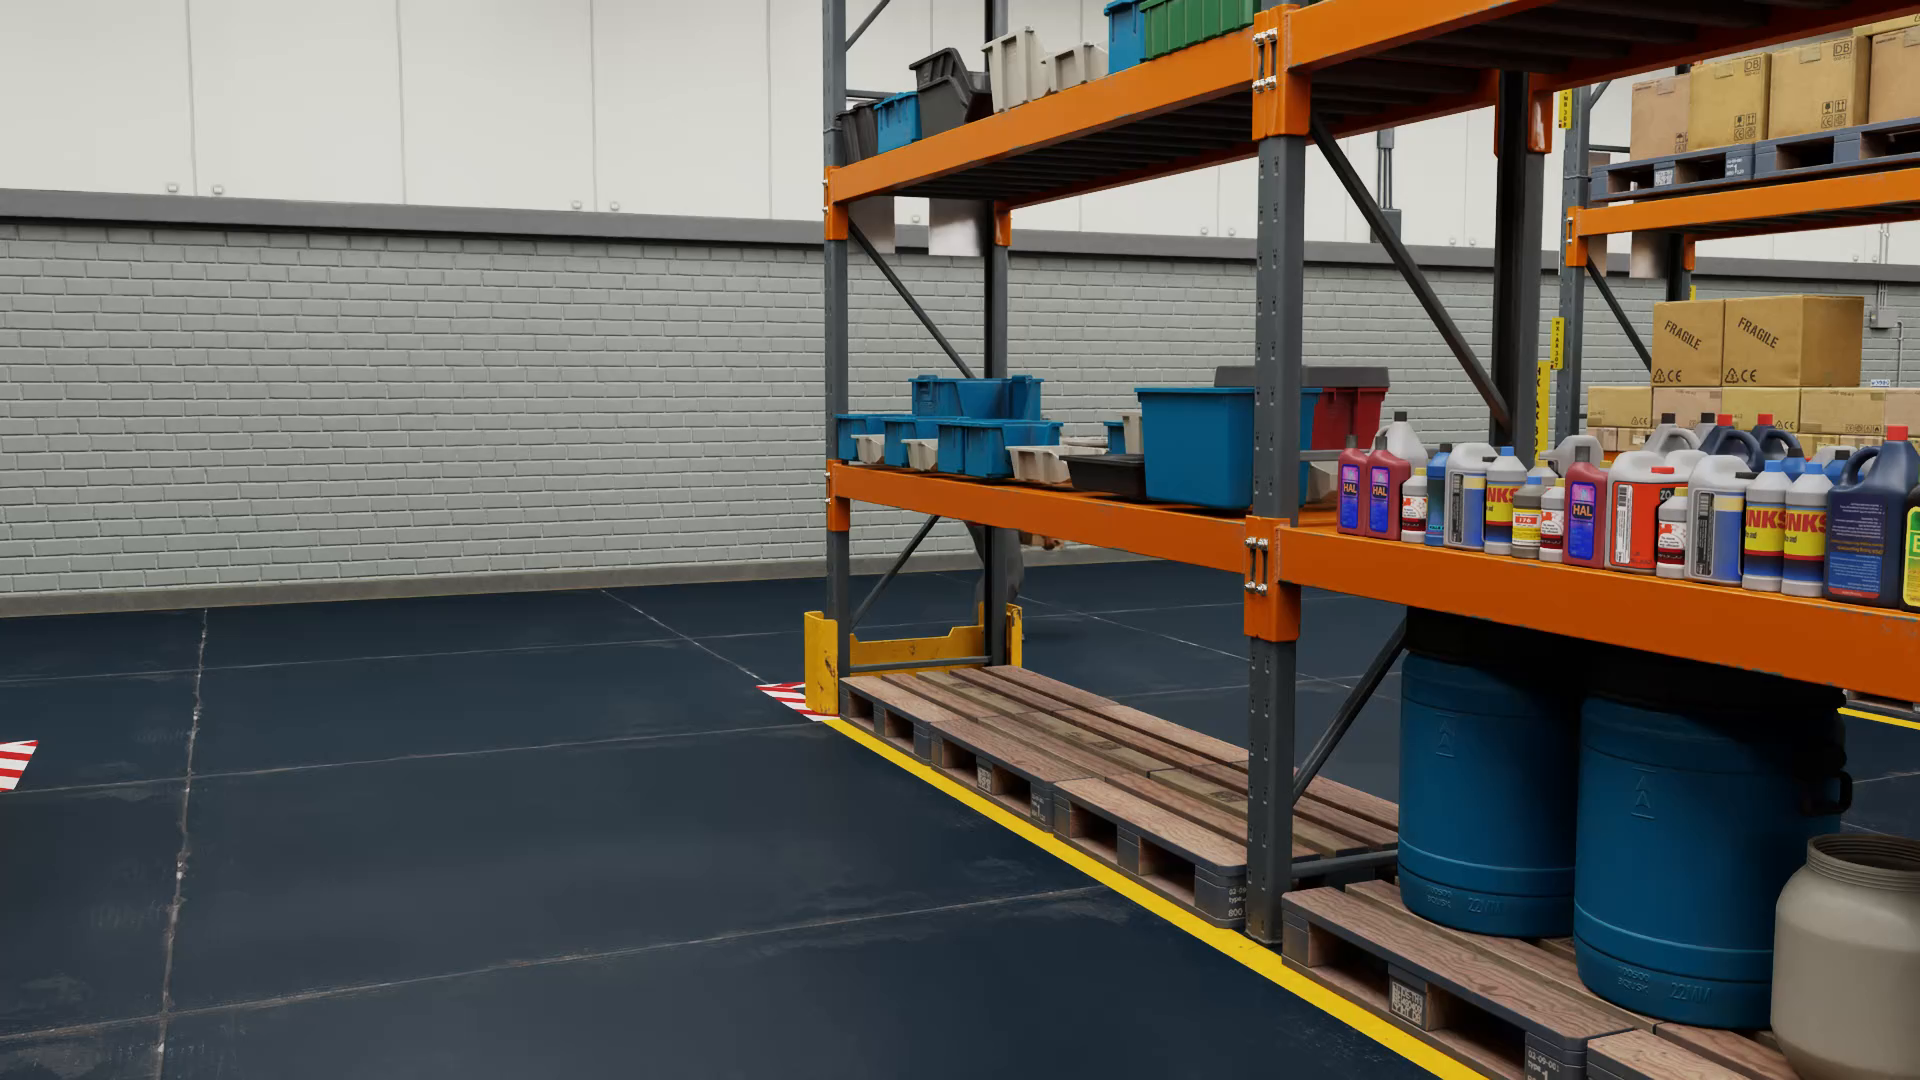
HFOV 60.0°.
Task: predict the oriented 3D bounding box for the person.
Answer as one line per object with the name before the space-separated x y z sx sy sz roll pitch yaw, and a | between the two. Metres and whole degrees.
person | 0.363 -0.069 11.180 0.662 1.488 0.413 -3 6 -25
